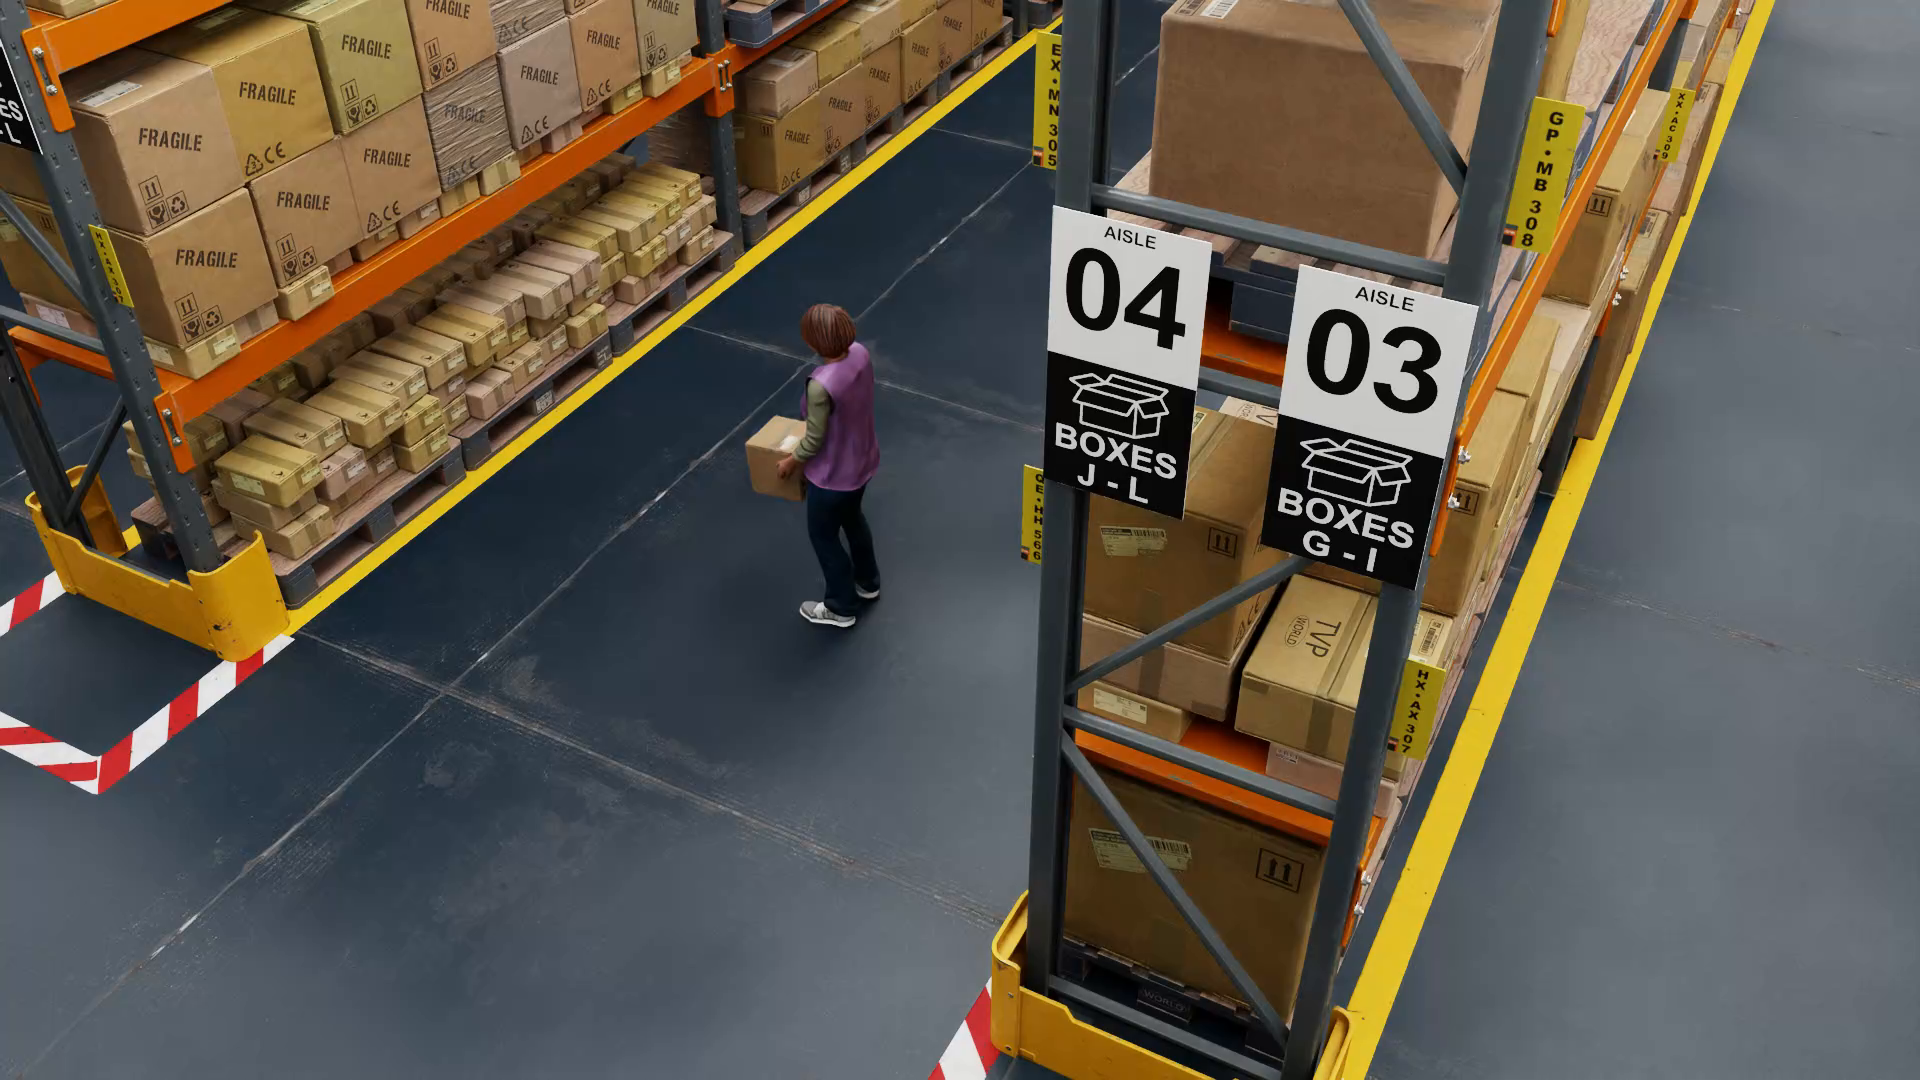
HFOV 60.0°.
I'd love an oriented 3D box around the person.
[{"bbox_3d":[-0.556,-0.318,7.155,0.398,1.595,0.444,17,42,20],"label":"person"}]
